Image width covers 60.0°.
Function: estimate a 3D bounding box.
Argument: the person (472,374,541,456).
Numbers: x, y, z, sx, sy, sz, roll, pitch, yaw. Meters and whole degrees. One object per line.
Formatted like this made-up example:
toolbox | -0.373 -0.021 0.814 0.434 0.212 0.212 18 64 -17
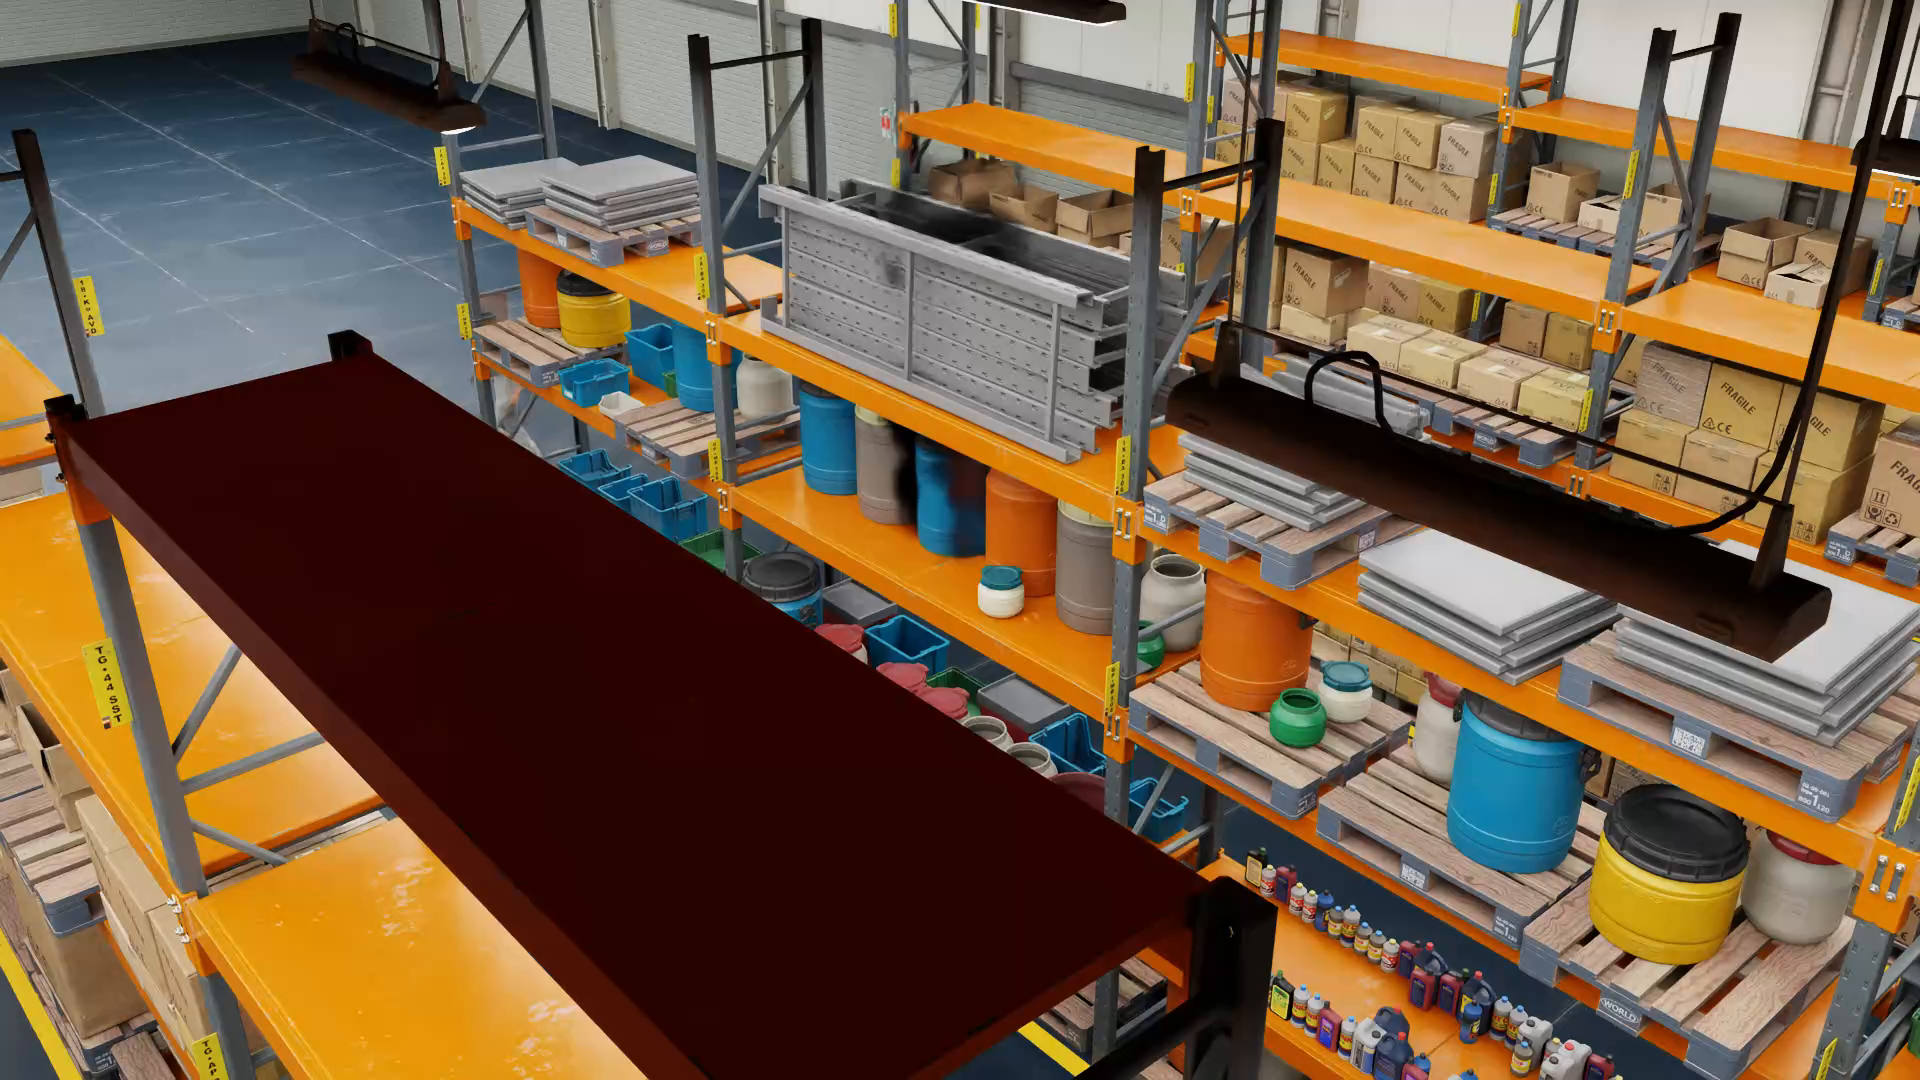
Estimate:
person | -5.169 -1.596 18.875 0.655 1.642 0.556 -8 28 -15
